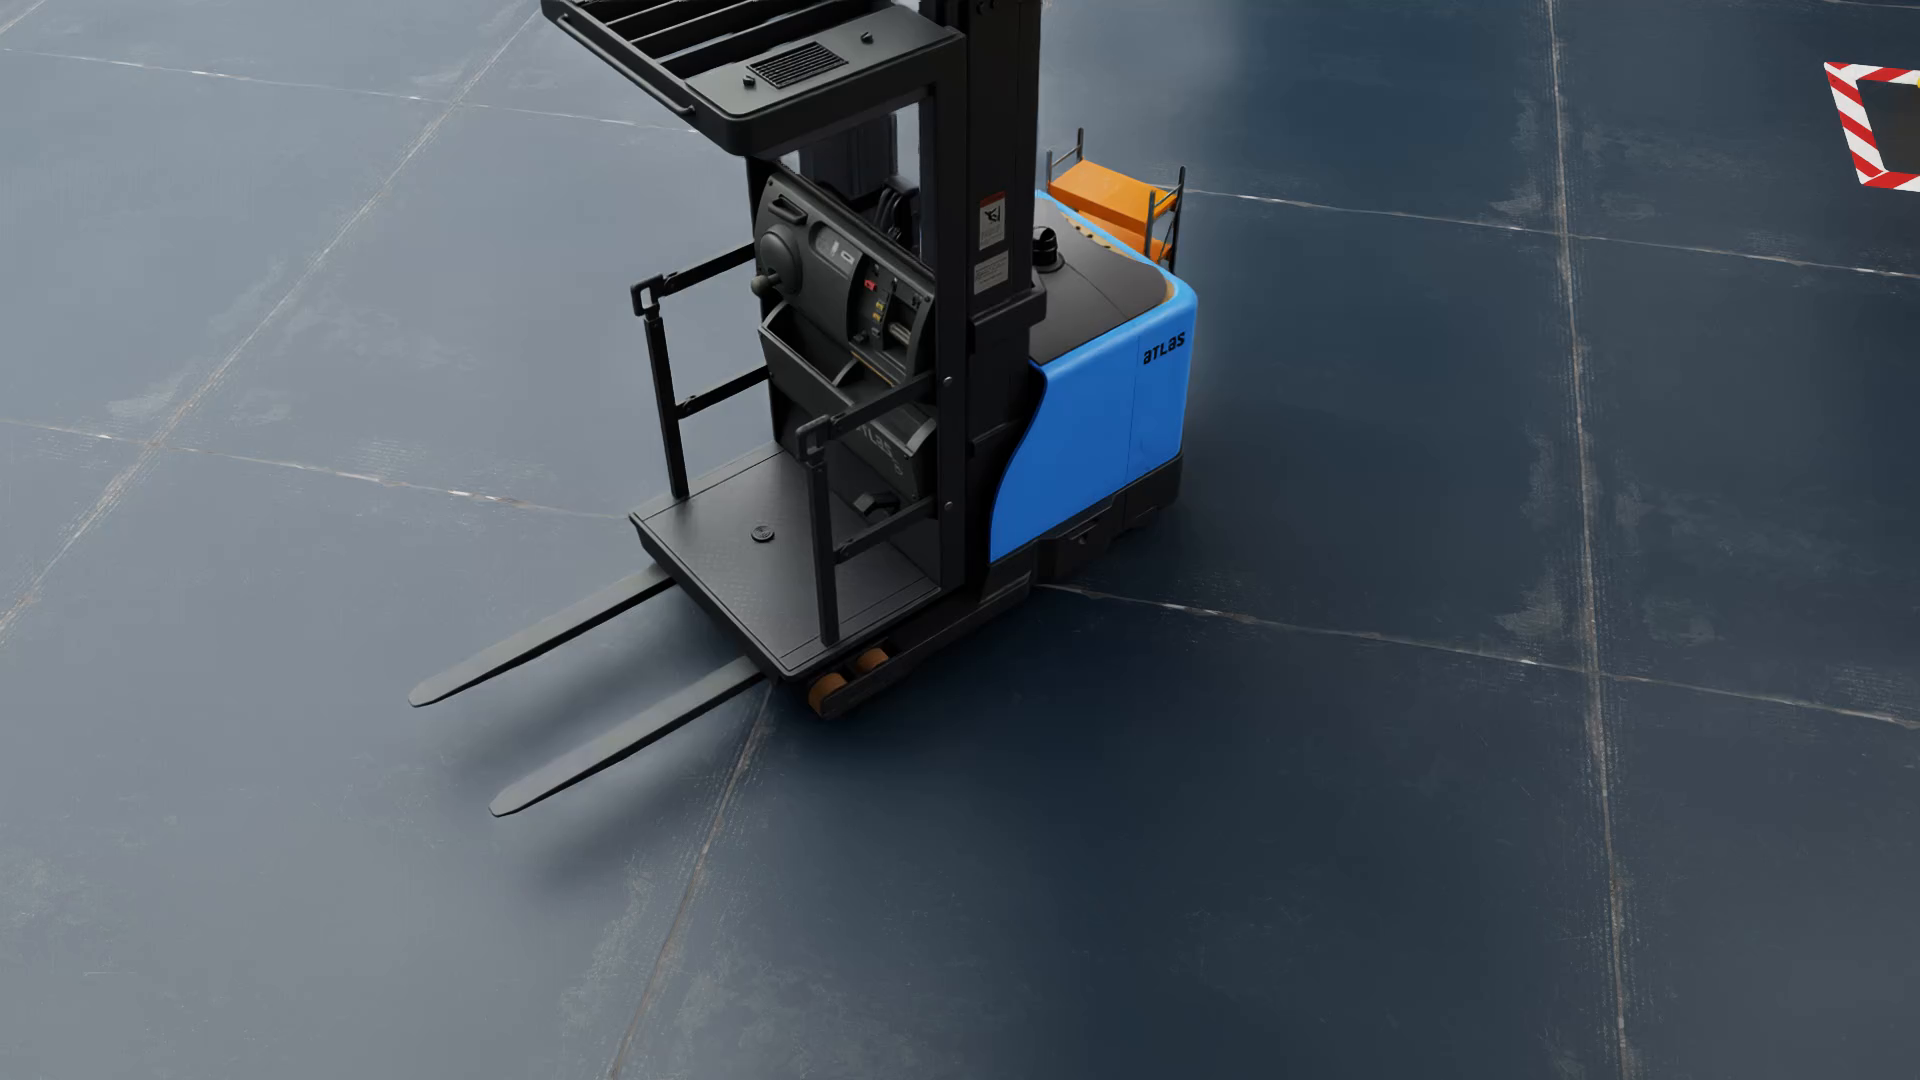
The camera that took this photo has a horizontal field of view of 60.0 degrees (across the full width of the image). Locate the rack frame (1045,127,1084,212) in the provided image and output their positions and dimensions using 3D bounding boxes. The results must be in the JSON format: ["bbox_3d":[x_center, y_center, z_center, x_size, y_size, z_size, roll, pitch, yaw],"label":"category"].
[{"bbox_3d":[0.425,-1.182,7.113,0.015,1.200,0.240,28,51,26],"label":"rack frame"}]

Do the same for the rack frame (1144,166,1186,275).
[{"bbox_3d":[0.811,-0.975,6.898,0.015,1.200,0.240,28,51,26],"label":"rack frame"}]

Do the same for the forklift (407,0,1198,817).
[{"bbox_3d":[-0.562,-0.822,5.490,3.031,2.935,1.130,-29,51,-27],"label":"forklift"}]

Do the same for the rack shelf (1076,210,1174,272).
[{"bbox_3d":[0.618,-1.191,6.897,0.480,0.148,0.258,28,51,26],"label":"rack shelf"}]

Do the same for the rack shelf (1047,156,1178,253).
[{"bbox_3d":[0.618,-1.362,6.733,0.480,0.148,0.258,28,51,26],"label":"rack shelf"}]

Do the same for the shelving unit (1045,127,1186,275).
[{"bbox_3d":[0.618,-1.079,7.005,0.503,1.200,0.258,28,51,26],"label":"shelving unit"}]

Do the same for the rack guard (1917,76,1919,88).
[{"bbox_3d":[5.492,-2.399,8.881,0.348,0.500,1.175,9,45,9],"label":"rack guard"}]
